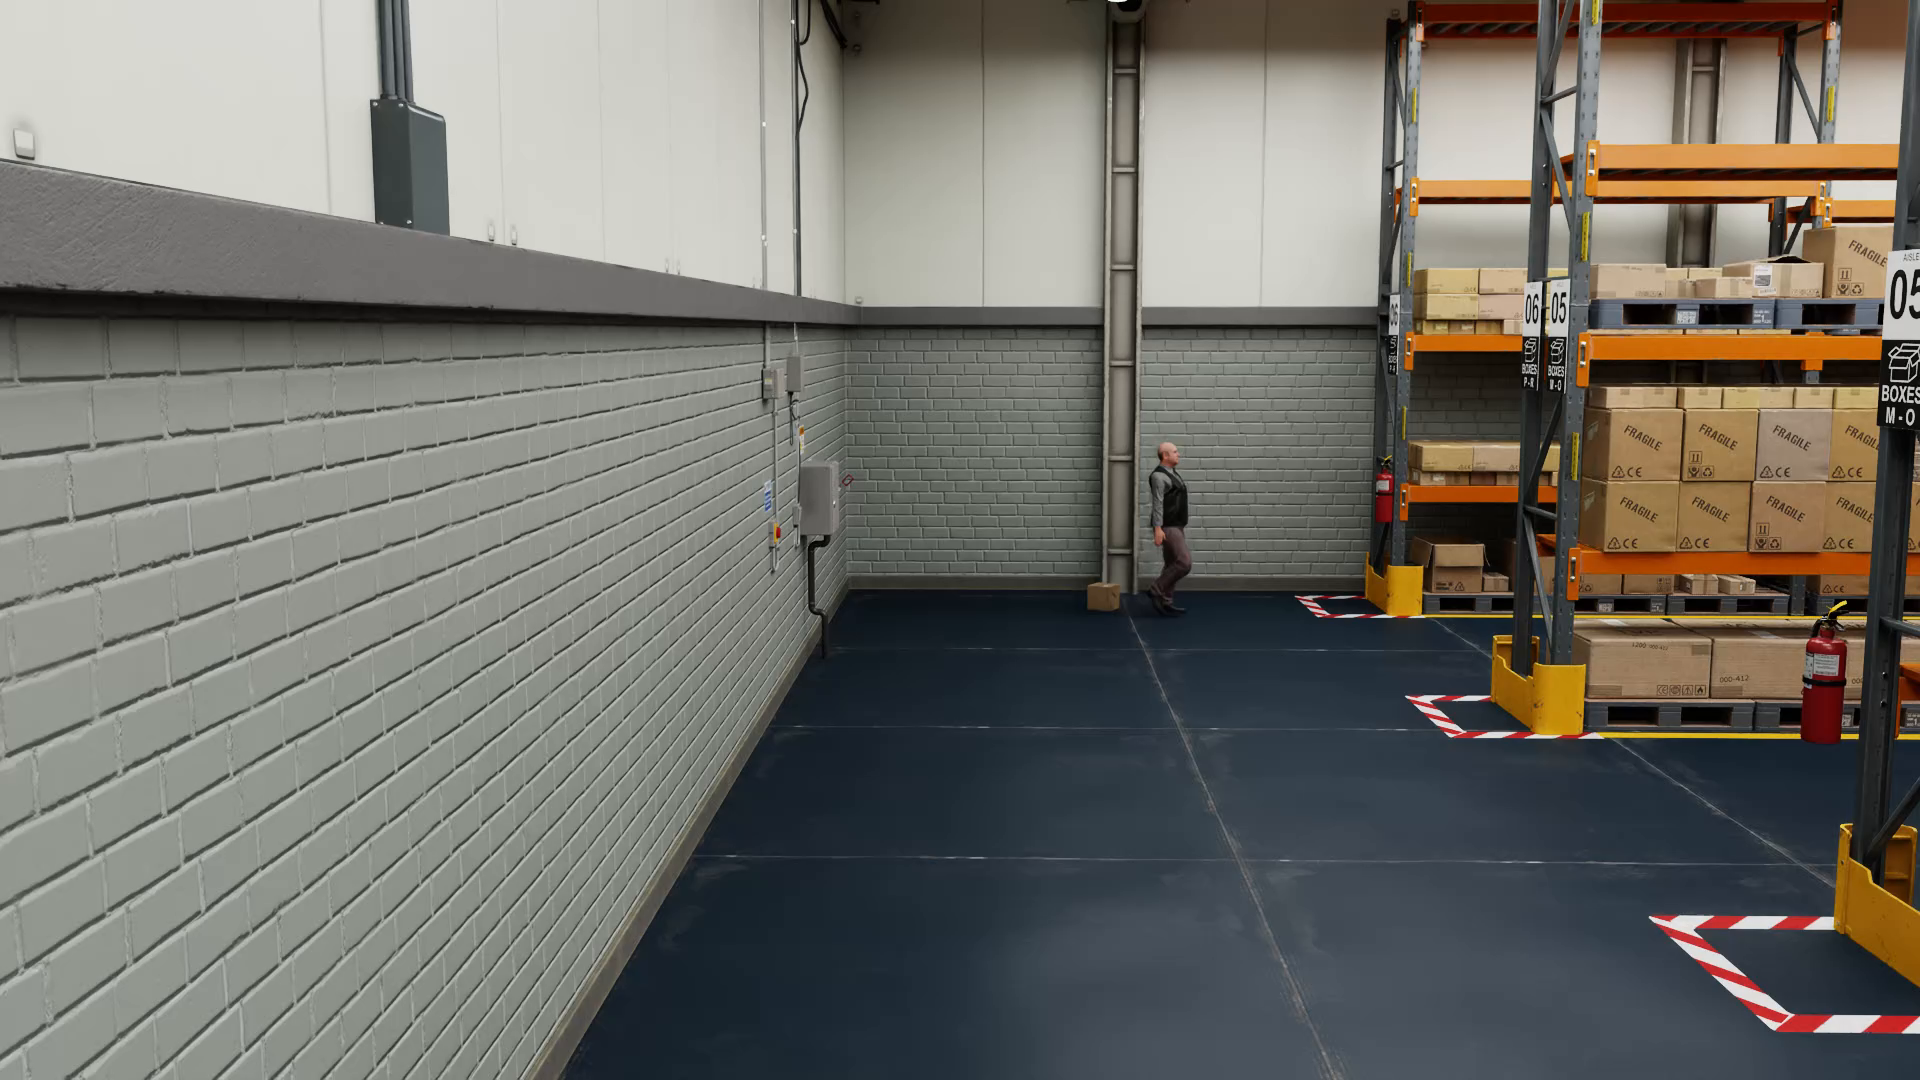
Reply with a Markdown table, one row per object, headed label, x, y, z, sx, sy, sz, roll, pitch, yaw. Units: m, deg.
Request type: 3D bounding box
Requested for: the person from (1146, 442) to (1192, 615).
| label | x | y | z | sx | sy | sz | roll | pitch | yaw |
| --- | --- | --- | --- | --- | --- | --- | --- | --- | --- |
| person | 2.109 | -0.111 | 16.509 | 0.466 | 1.713 | 0.570 | 3 | 8 | 21 |
